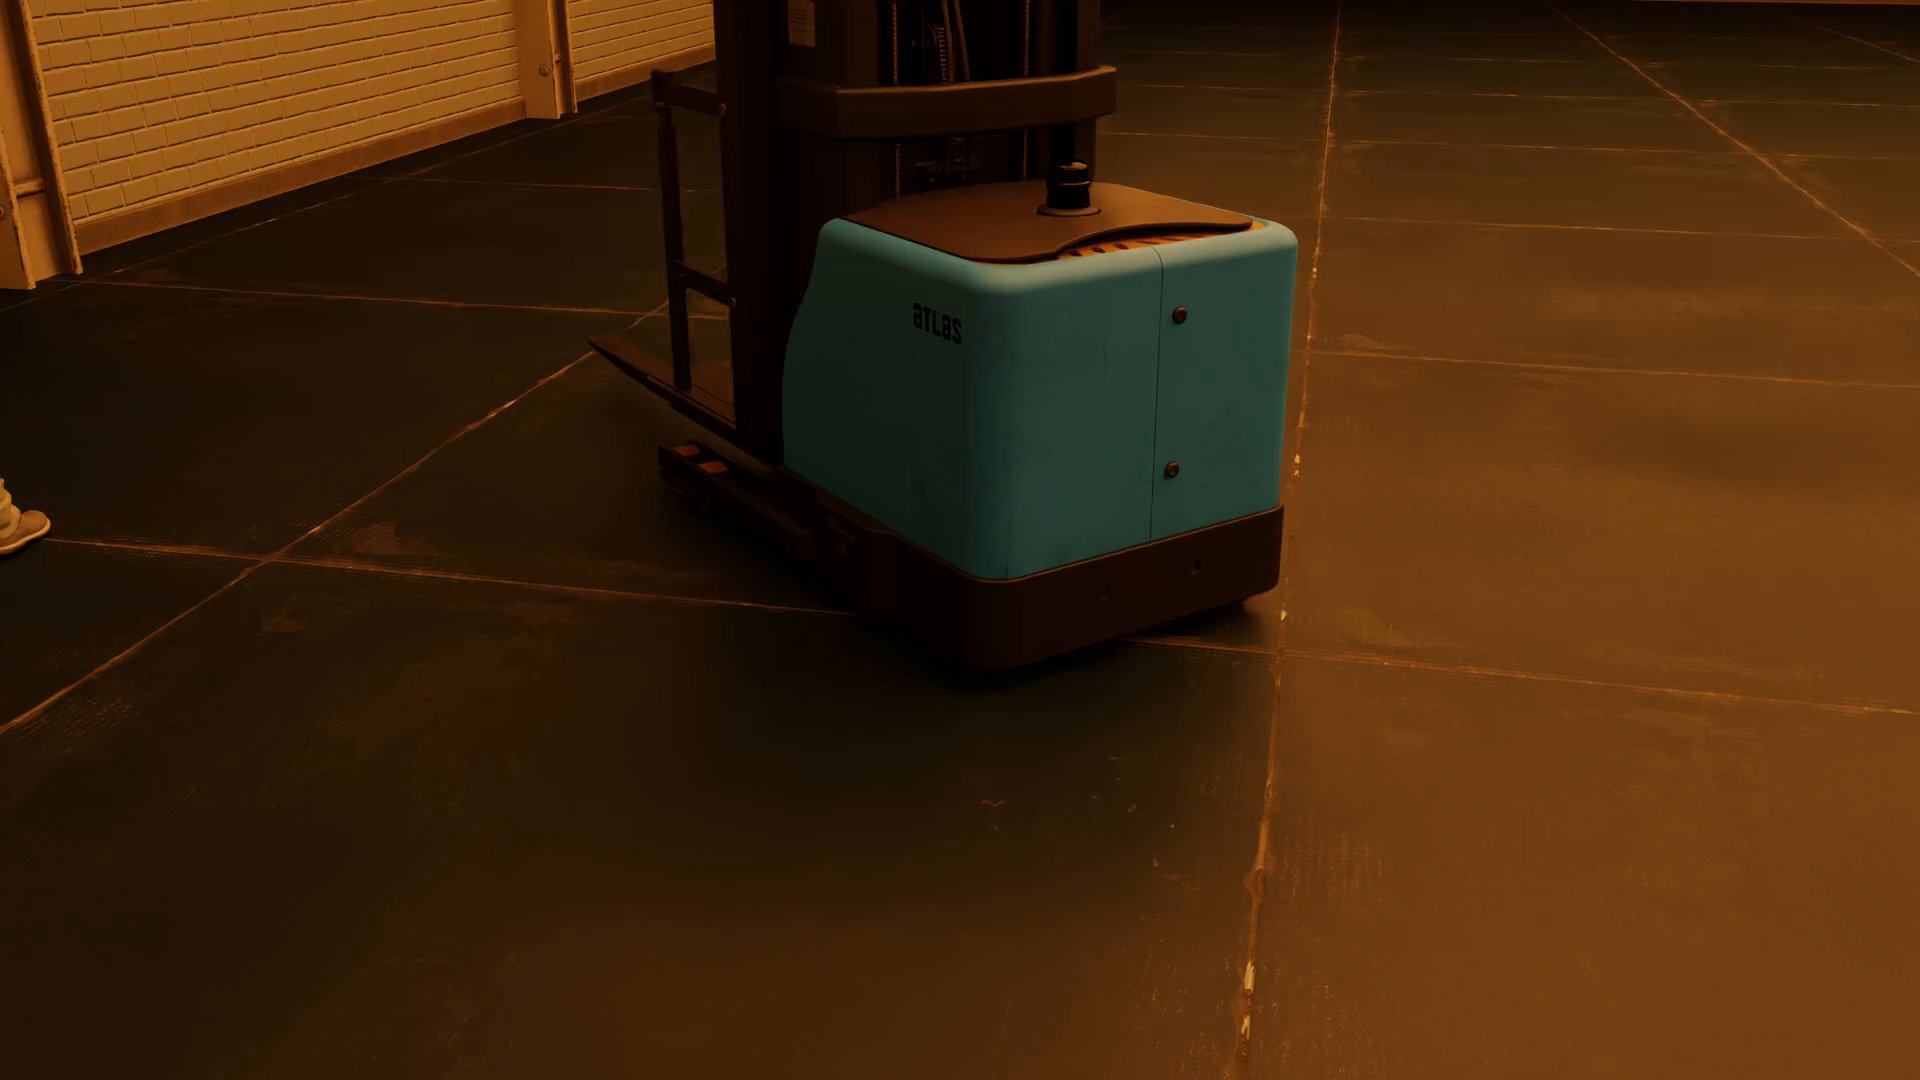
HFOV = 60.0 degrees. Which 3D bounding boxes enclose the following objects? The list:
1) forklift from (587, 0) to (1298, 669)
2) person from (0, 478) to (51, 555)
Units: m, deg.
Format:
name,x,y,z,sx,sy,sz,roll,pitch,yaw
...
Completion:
name,x,y,z,sx,sy,sz,roll,pitch,yaw
forklift,-0.340,-1.536,5.033,1.130,2.935,3.031,-14,26,-31
person,-3.084,-0.705,4.652,0.596,1.670,0.531,-6,23,-14
